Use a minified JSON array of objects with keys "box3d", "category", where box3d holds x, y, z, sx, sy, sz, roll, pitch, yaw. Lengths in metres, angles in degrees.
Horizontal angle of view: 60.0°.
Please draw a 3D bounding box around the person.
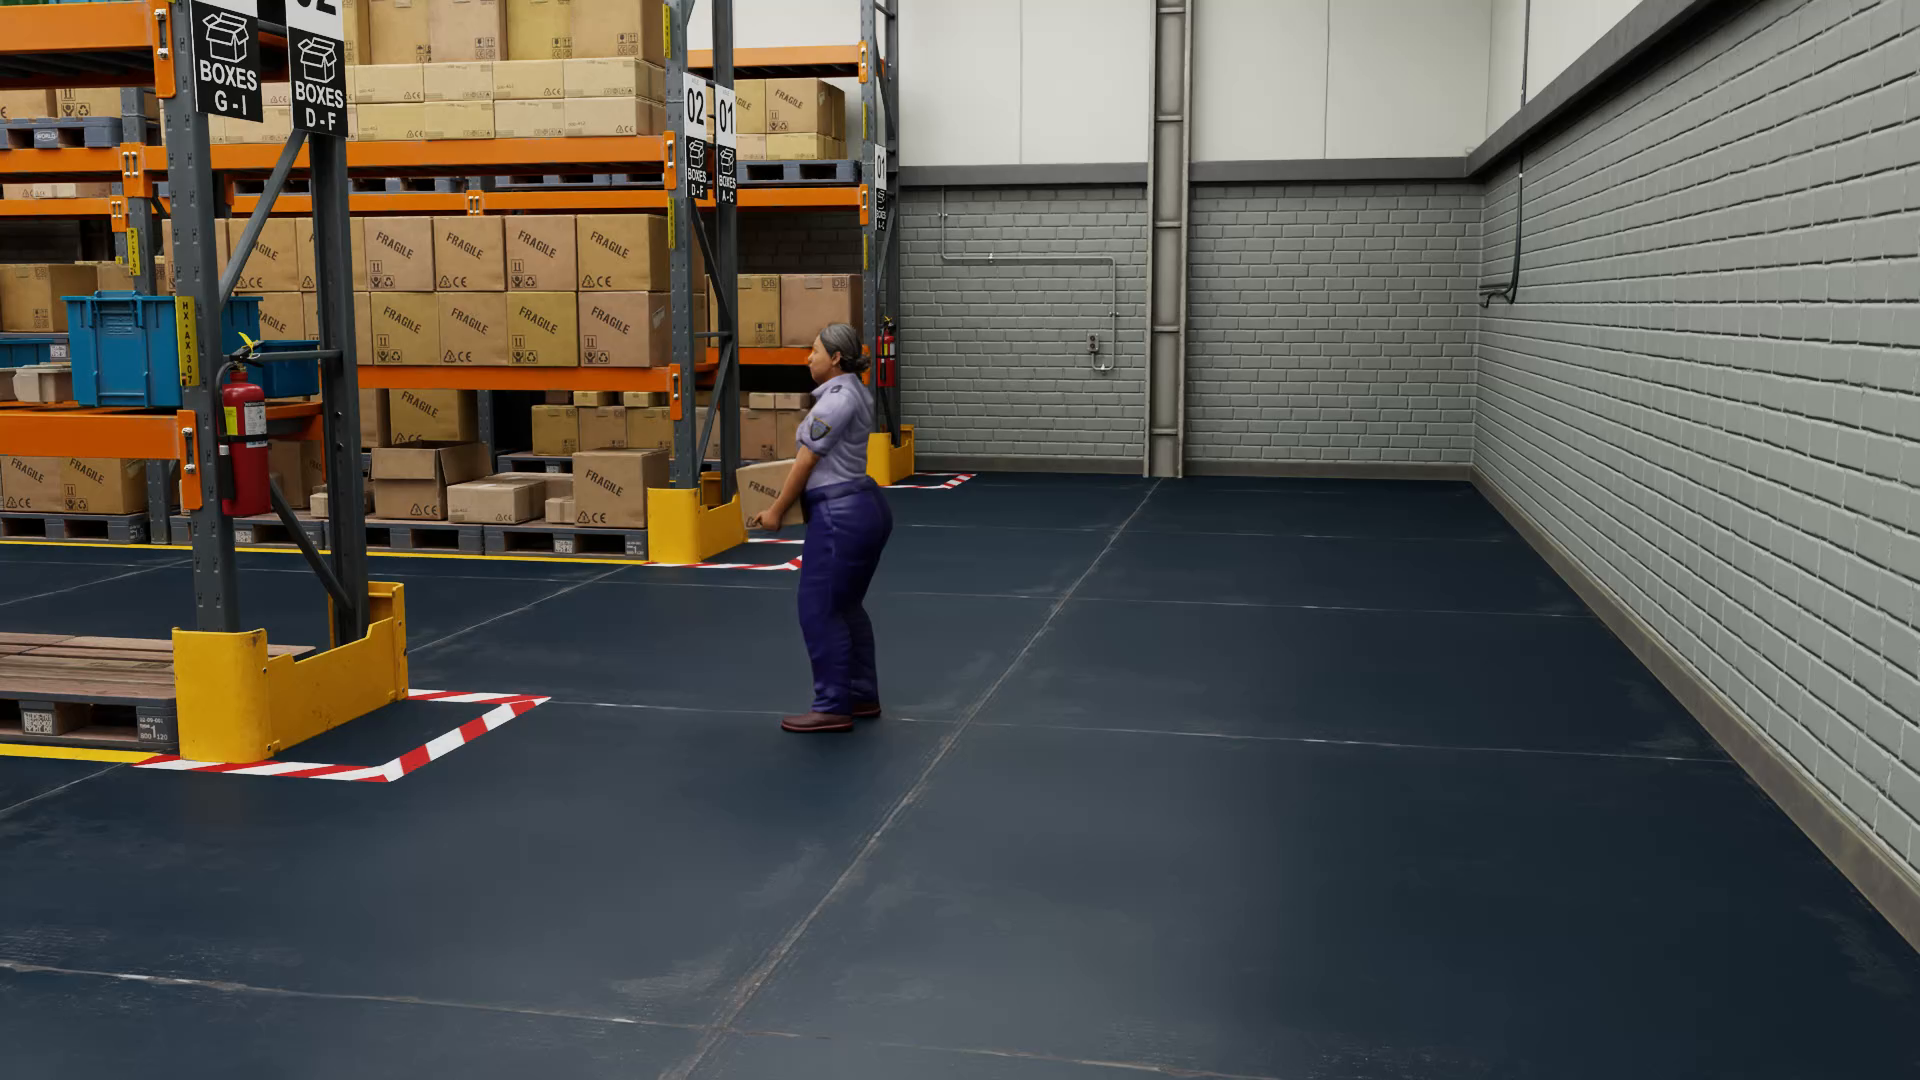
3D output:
[{"box3d":[-0.556,-0.051,6.768,0.528,1.647,0.435,1,8,10],"category":"person"}]
